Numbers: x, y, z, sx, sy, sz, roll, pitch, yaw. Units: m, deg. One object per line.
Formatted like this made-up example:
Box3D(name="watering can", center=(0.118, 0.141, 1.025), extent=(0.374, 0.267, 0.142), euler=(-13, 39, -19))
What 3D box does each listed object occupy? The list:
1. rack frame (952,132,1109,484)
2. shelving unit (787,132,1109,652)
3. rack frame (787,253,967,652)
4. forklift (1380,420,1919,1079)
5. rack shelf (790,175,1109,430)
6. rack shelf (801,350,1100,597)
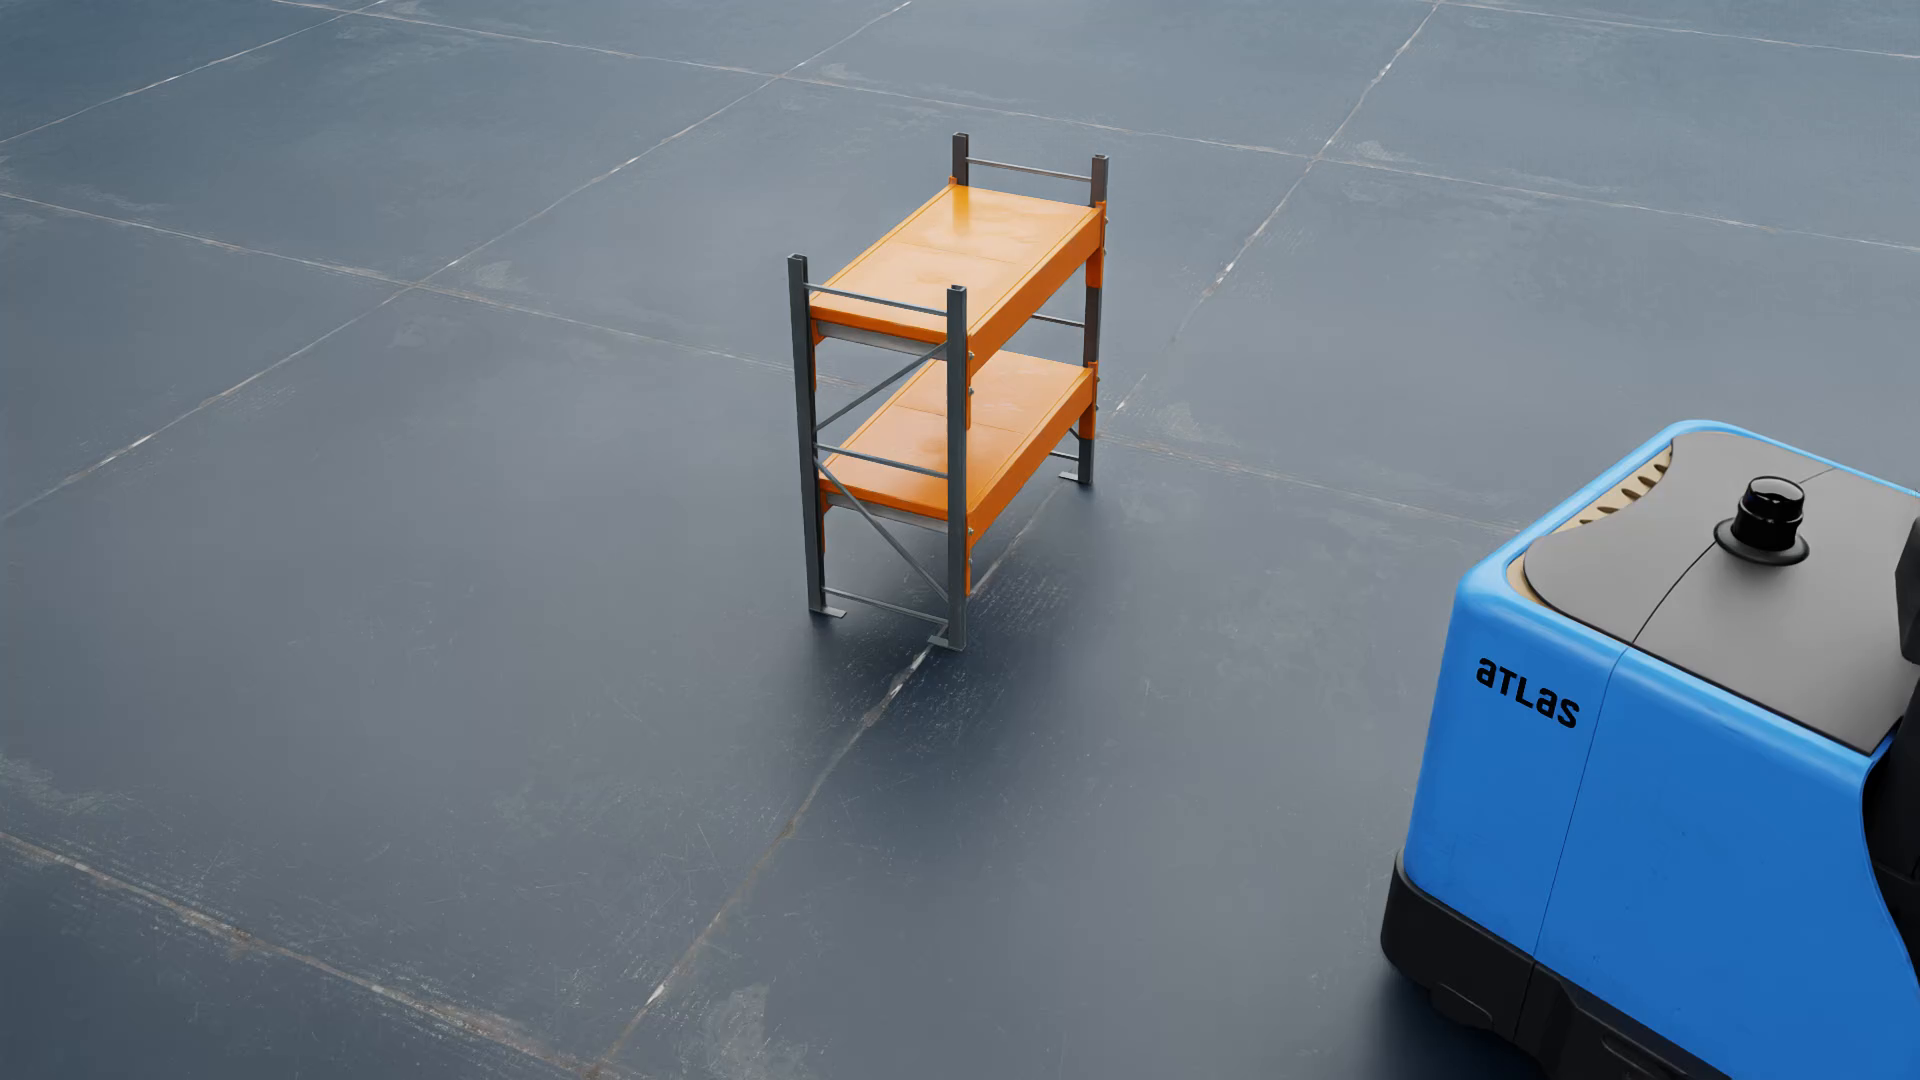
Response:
Box3D(name="rack frame", center=(0.210, -0.720, 5.323), extent=(0.500, 1.125, 0.032), euler=(14, 36, 20))
Box3D(name="shelving unit", center=(-0.003, -0.467, 4.936), extent=(0.538, 1.125, 1.048), euler=(14, 36, 20))
Box3D(name="rack frame", center=(-0.216, -0.214, 4.550), extent=(0.500, 1.125, 0.032), euler=(14, 36, 20))
Box3D(name="forklift", center=(2.329, 0.143, 2.359), extent=(1.130, 2.935, 3.031), euler=(-28, 42, -36))
Box3D(name="rack shelf", center=(-0.003, -0.712, 4.776), extent=(0.538, 0.278, 1.000), euler=(14, 36, 20))
Box3D(name="rack shelf", center=(-0.003, -0.263, 5.070), extent=(0.538, 0.278, 1.000), euler=(14, 36, 20))
